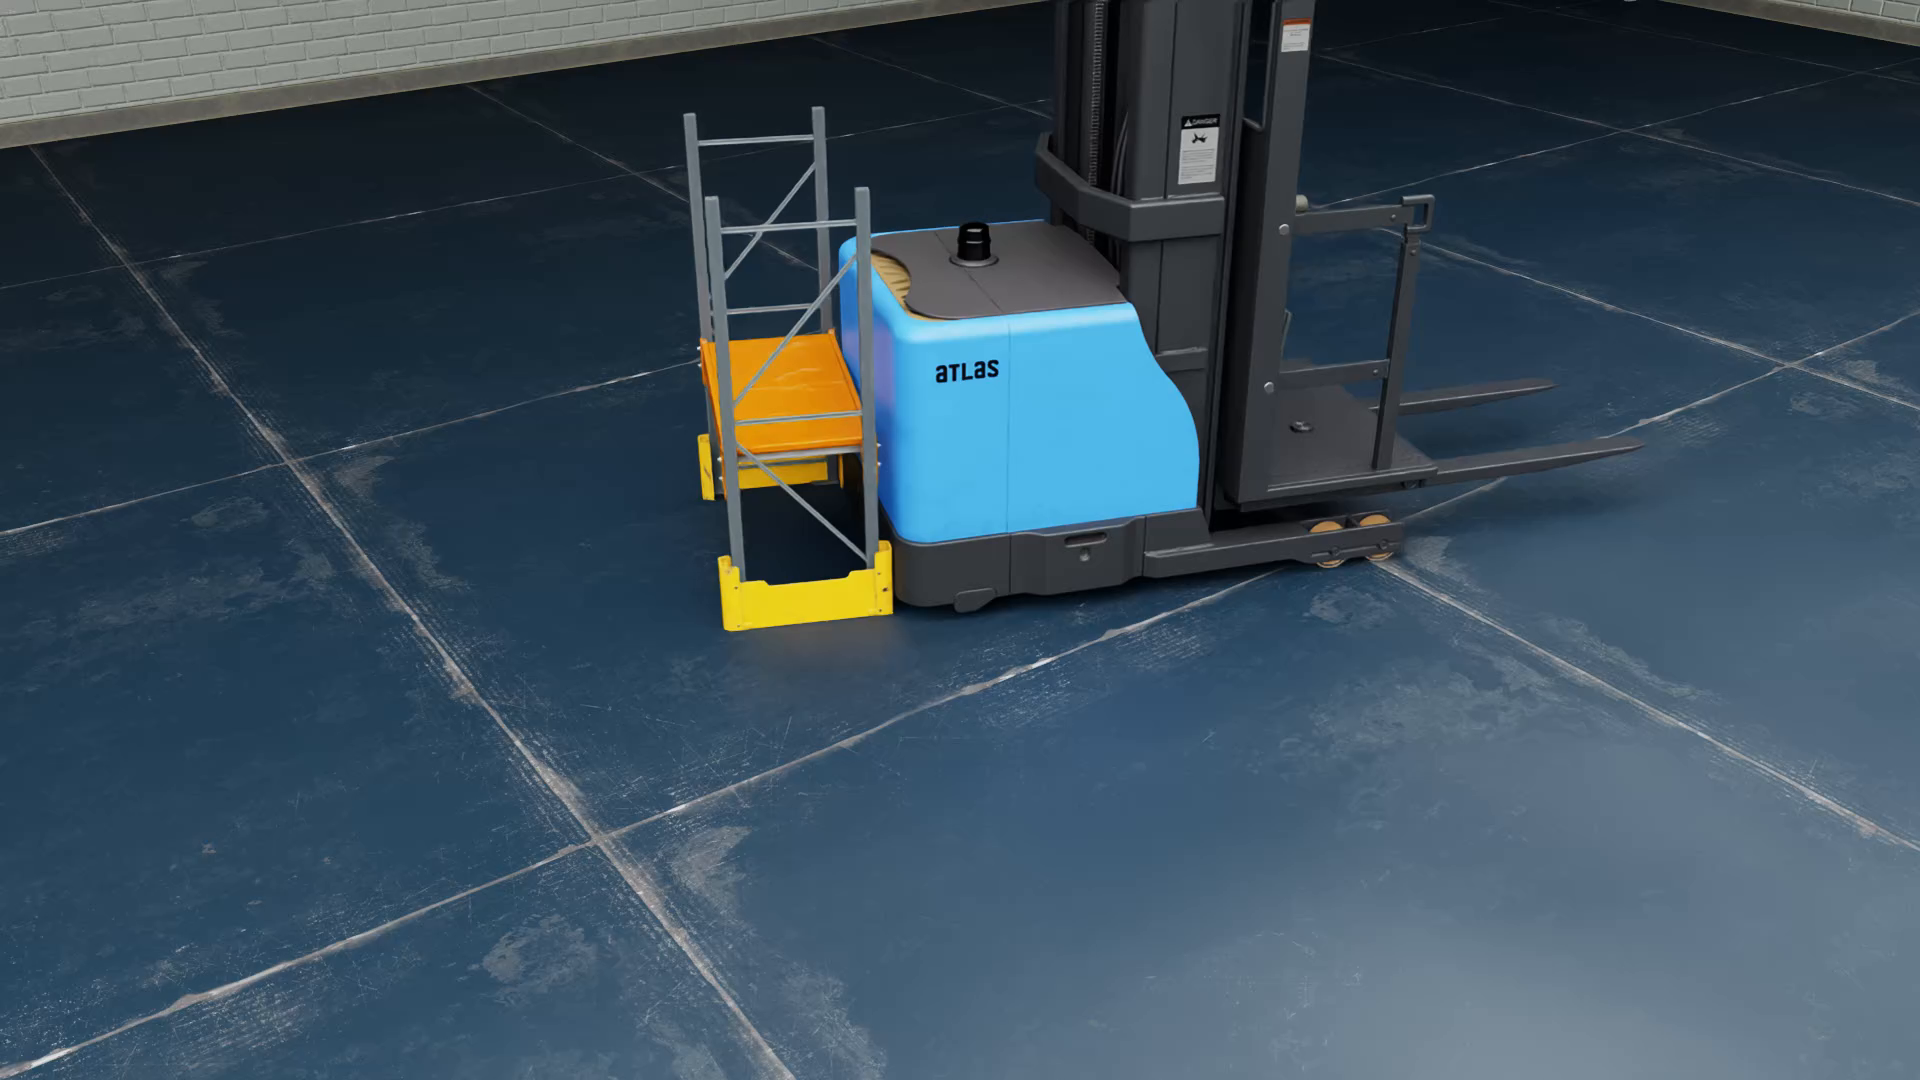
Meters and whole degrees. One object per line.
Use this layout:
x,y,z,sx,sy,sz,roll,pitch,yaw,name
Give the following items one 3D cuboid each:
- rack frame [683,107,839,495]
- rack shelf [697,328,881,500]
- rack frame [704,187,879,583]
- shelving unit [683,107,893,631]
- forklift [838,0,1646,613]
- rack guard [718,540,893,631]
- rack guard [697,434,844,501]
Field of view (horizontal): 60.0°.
-0.733,-0.867,6.275,0.500,1.500,0.032,-6,29,-10,rack frame
-0.628,-0.472,5.924,0.538,0.185,1.000,-6,29,-10,rack shelf
-0.524,-0.392,5.401,0.500,1.500,0.032,-6,29,-10,rack frame
-0.626,-0.626,5.830,0.587,1.500,1.083,-6,29,-10,shelving unit
1.122,-1.421,5.795,3.031,2.935,1.130,-8,29,-14,forklift
-0.524,0.156,5.700,0.587,0.250,0.087,-6,29,-10,rack guard
-0.729,-0.309,6.557,0.587,0.250,0.087,-6,29,-10,rack guard
